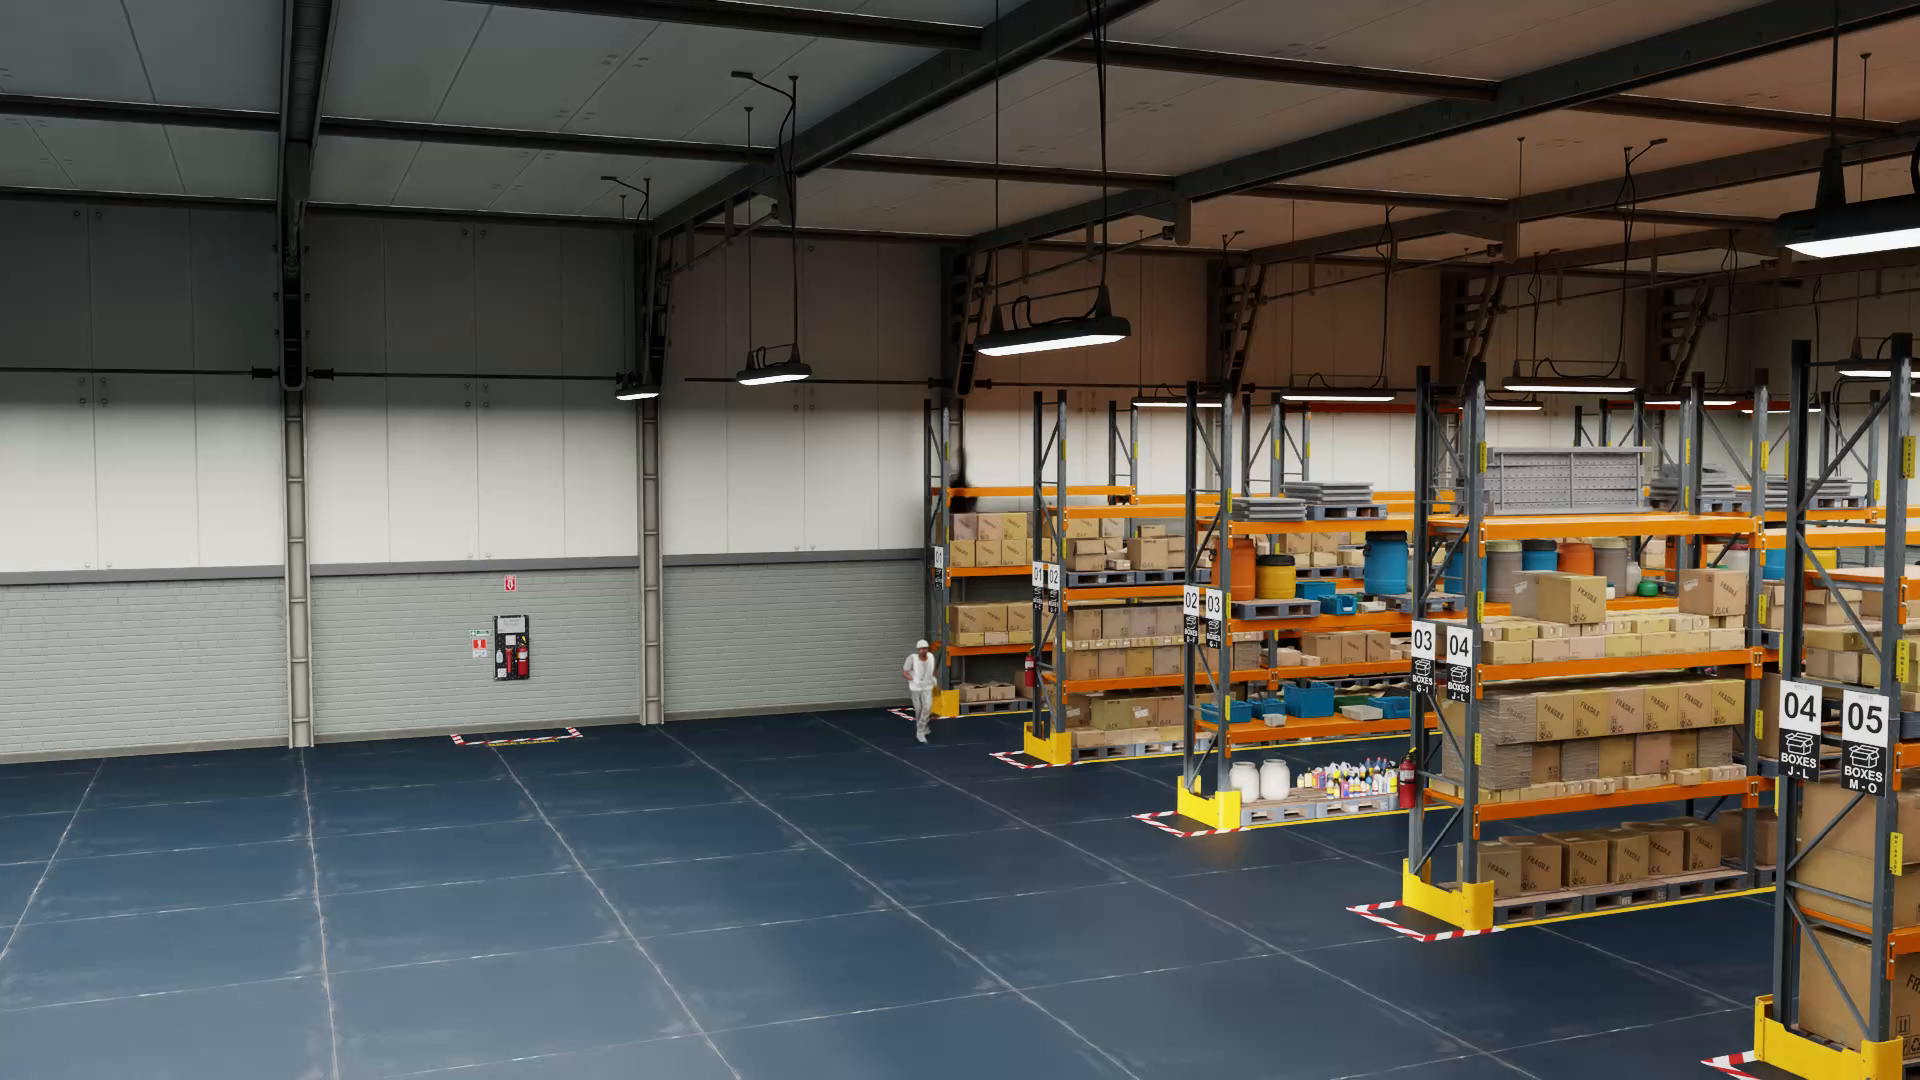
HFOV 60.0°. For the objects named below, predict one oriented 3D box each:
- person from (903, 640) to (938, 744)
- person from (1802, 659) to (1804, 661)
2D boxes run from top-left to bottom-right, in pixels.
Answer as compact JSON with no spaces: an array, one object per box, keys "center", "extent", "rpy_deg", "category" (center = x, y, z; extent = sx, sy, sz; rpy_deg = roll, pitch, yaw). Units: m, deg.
[{"center":[-0.703,2.586,28.854],"extent":[0.635,1.767,0.849],"rpy_deg":[-1,3,-9],"category":"person"},{"center":[17.313,2.353,34.284],"extent":[0.677,1.587,1.121],"rpy_deg":[1,3,12],"category":"person"}]
